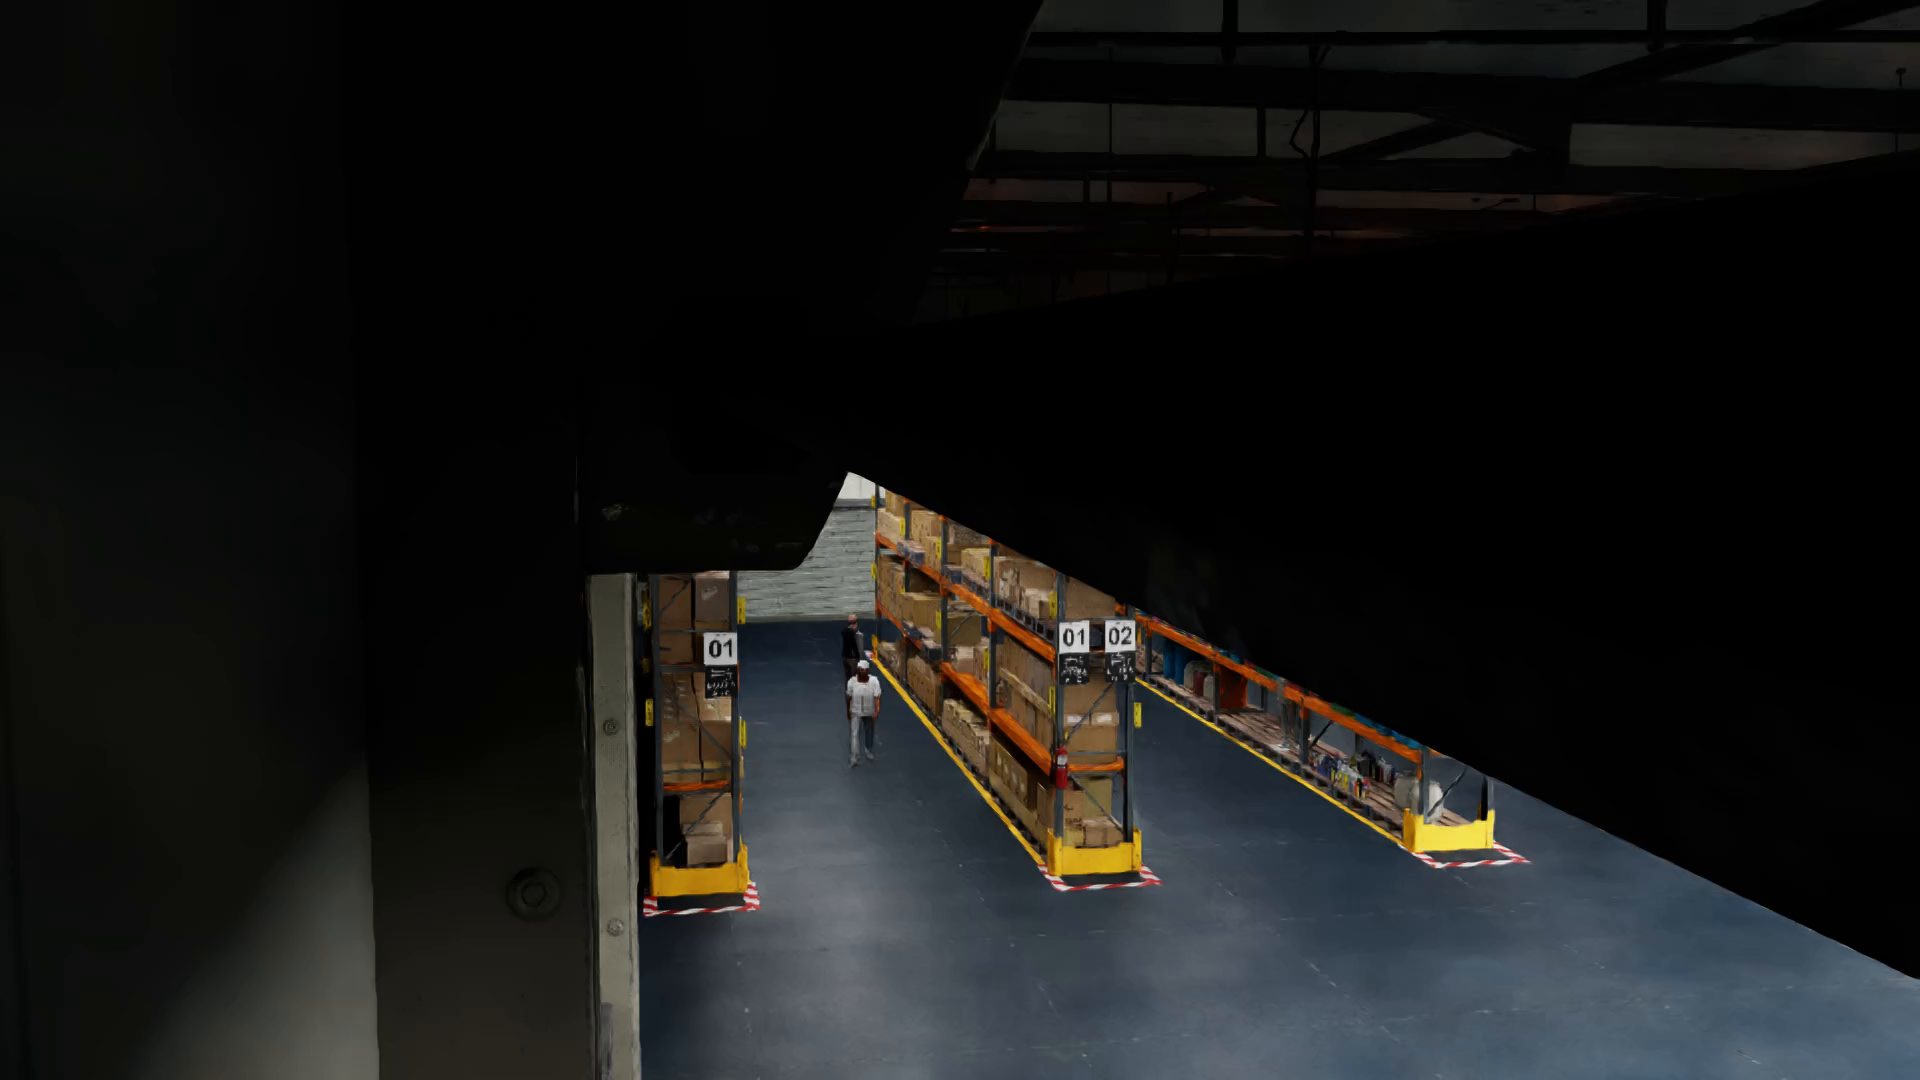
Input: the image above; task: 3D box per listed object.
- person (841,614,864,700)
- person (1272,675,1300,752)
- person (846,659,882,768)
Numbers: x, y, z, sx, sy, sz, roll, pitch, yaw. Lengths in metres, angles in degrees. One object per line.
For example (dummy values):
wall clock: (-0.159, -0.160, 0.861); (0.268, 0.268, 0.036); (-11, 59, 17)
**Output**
person: (-1.975, 2.252, 31.265); (0.448, 1.730, 0.586); (-5, 8, -42)
person: (5.293, 2.596, 26.690); (0.444, 1.599, 0.471); (-2, 6, -17)
person: (-1.536, 2.748, 26.569); (0.570, 1.708, 1.036); (0, 6, -2)
